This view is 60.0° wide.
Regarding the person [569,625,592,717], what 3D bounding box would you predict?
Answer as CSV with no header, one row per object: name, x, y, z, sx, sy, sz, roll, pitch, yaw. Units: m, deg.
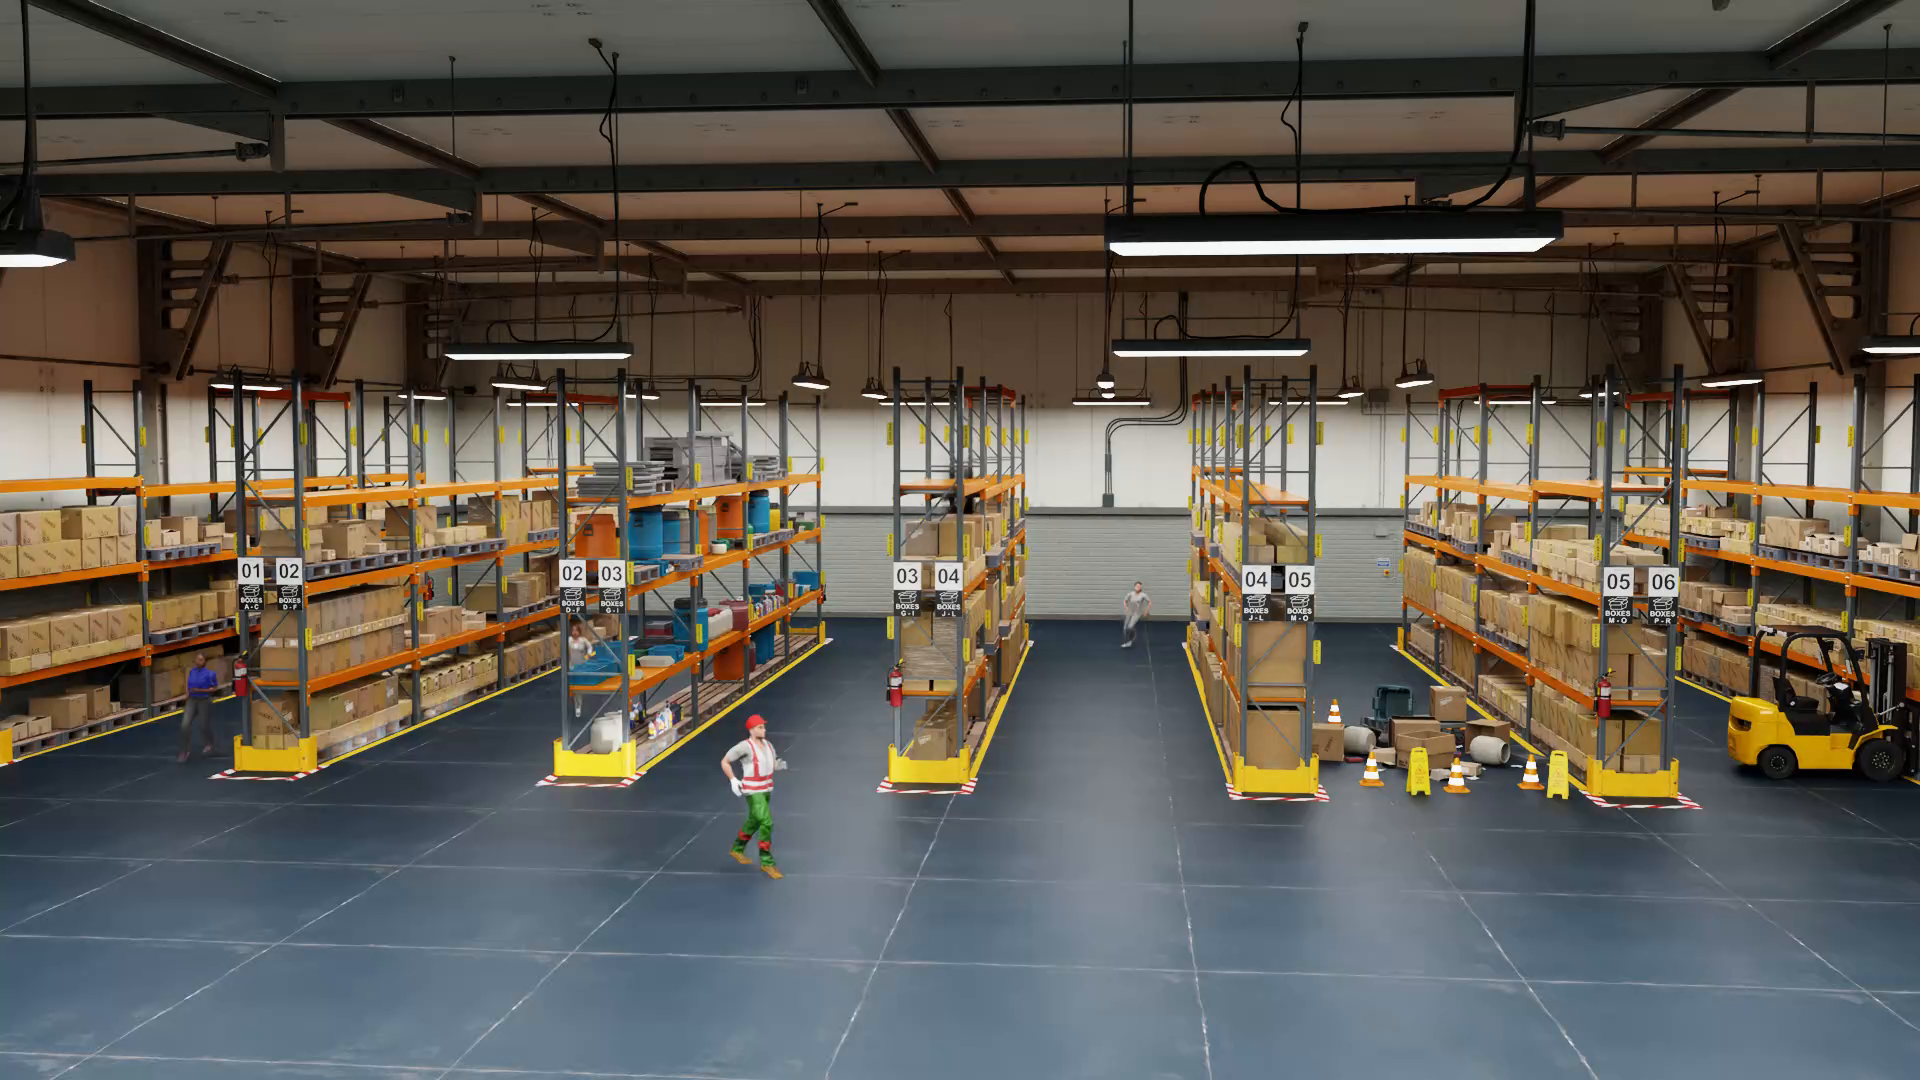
person,-6.907,2.320,29.943,0.535,1.606,0.851,0,4,-6

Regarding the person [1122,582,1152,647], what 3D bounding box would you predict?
person,4.139,1.769,39.372,0.714,1.582,0.619,2,4,28

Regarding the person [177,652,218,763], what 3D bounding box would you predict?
person,-11.792,2.590,25.850,0.588,1.699,0.770,0,4,4

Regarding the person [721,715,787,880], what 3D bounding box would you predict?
person,-2.336,2.913,19.015,0.836,1.838,0.652,2,4,28
